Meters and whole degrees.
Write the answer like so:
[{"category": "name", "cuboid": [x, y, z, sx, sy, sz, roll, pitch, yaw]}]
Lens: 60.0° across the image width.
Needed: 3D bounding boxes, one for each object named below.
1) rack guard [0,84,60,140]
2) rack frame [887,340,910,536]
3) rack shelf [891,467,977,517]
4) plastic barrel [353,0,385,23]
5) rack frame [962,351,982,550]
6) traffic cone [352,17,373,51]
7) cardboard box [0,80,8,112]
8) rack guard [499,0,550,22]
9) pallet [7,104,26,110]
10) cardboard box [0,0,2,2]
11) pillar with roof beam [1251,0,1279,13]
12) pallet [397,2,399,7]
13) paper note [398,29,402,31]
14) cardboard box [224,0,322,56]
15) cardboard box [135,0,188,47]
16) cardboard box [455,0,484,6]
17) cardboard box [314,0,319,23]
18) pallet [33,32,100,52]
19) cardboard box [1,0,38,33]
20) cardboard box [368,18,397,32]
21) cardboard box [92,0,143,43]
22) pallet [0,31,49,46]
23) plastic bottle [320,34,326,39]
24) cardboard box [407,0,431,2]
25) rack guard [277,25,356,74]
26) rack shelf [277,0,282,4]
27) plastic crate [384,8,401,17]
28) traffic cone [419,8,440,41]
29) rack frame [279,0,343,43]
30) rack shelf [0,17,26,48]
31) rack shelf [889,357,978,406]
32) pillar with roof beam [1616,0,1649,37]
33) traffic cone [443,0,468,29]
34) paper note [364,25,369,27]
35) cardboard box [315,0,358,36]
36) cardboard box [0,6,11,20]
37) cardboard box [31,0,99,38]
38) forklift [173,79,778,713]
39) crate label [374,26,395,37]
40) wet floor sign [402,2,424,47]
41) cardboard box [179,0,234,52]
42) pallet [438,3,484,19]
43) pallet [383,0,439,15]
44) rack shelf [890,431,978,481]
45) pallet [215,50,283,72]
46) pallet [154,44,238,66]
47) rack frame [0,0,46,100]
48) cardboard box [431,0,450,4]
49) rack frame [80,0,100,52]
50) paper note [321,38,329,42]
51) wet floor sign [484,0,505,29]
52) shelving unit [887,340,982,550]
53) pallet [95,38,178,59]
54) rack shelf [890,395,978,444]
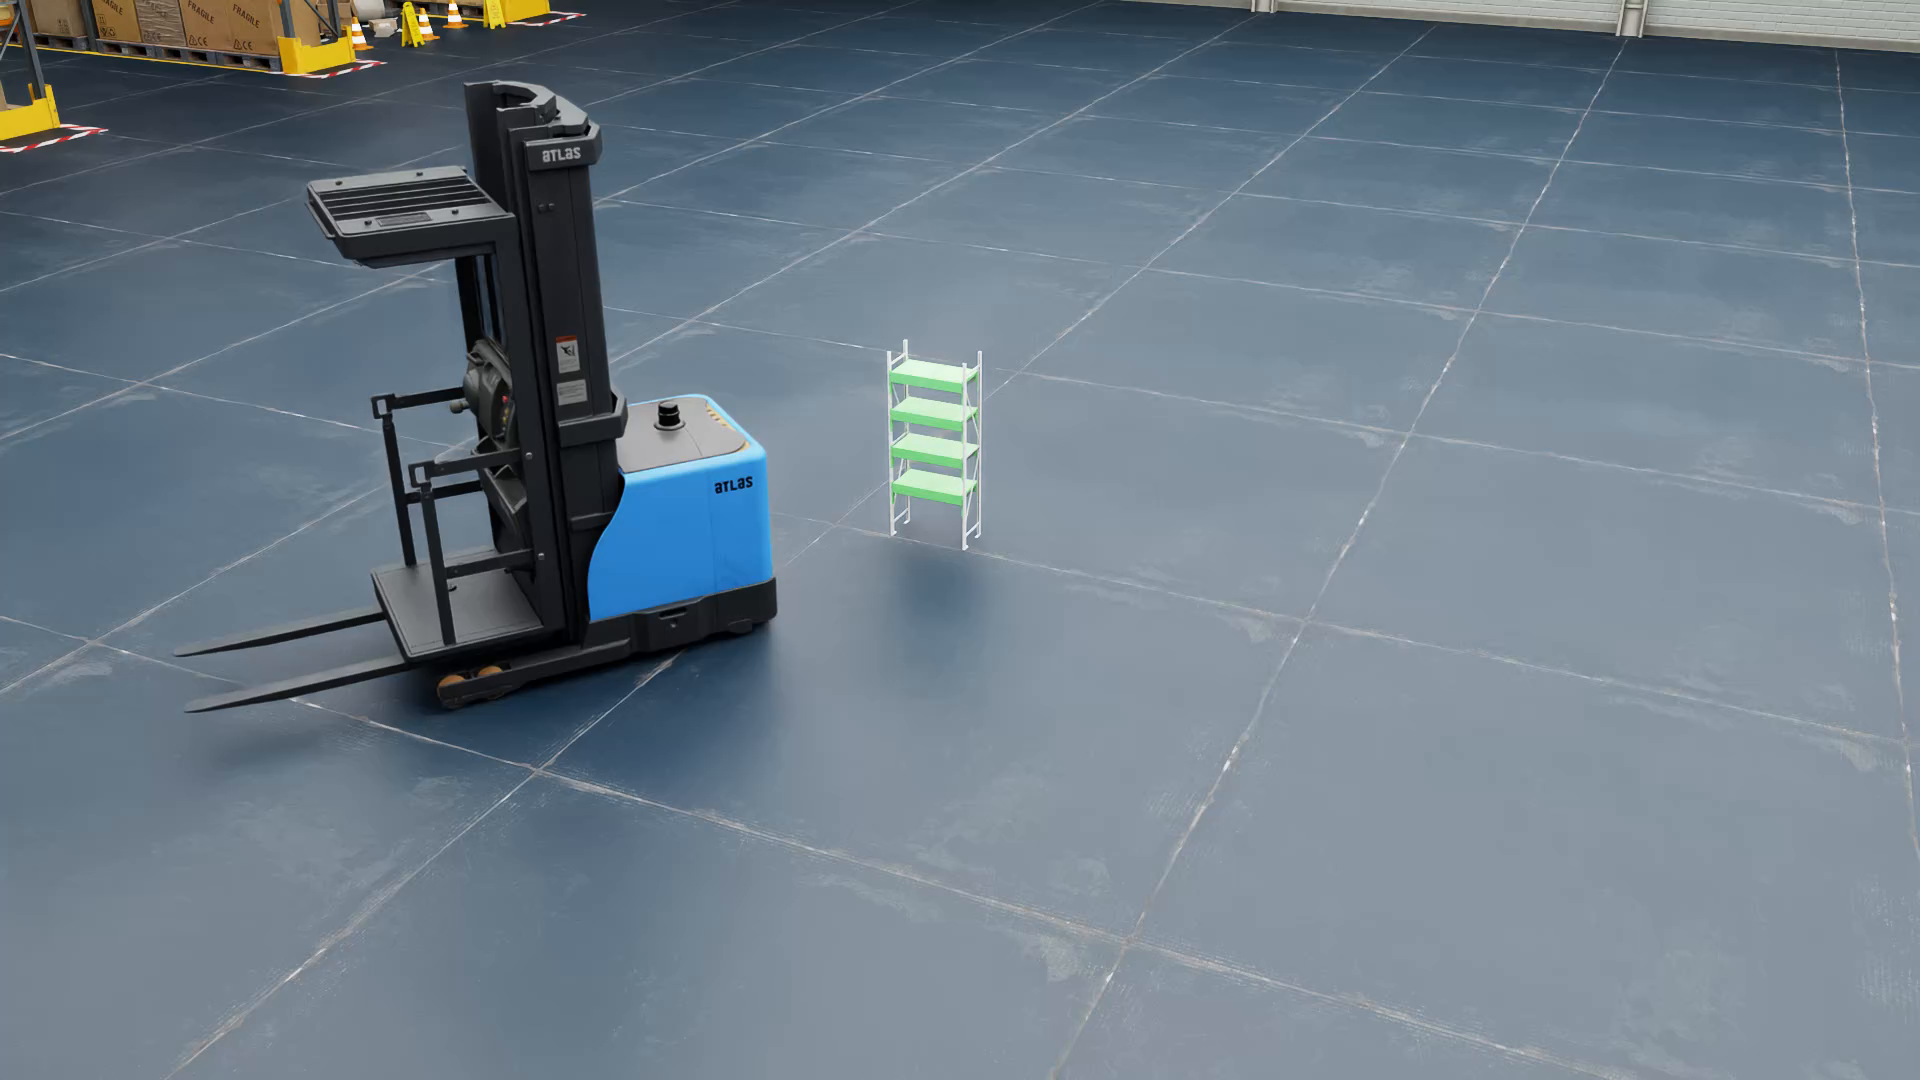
[{"category": "rack guard", "cuboid": [-11.579, -5.178, 20.202, 0.348, 0.500, 1.175, 11, 28, 22]}, {"category": "rack frame", "cuboid": [-0.373, -0.613, 10.137, 0.015, 1.200, 0.240, 11, 28, 22]}, {"category": "rack shelf", "cuboid": [-0.151, -0.296, 10.181, 0.480, 0.148, 0.258, 11, 28, 22]}, {"category": "plastic barrel", "cuboid": [-9.915, -8.884, 27.814, 0.512, 0.421, 0.421, -12, 29, -23]}, {"category": "rack frame", "cuboid": [0.071, -0.524, 9.956, 0.015, 1.200, 0.240, 11, 28, 22]}, {"category": "traffic cone", "cuboid": [-9.260, -7.792, 25.552, 0.334, 0.463, 0.336, 11, 28, 22]}, {"category": "cardboard box", "cuboid": [-12.071, -5.474, 20.326, 0.500, 0.500, 0.500, 17, 31, 31]}, {"category": "rack guard", "cuboid": [-7.477, -9.163, 28.295, 0.348, 0.500, 1.175, 11, 28, 22]}, {"category": "pallet", "cuboid": [-12.304, -5.211, 20.596, 1.213, 0.211, 1.003, 11, 28, 22]}, {"category": "cardboard box", "cuboid": [-11.999, -6.576, 19.760, 0.500, 0.500, 0.875, 11, 28, 22]}, {"category": "pillar with roof beam", "cuboid": [3.524, -11.523, 23.467, 0.400, 9.000, 9.100, 11, 28, 22]}, {"category": "pallet", "cuboid": [-10.423, -9.642, 29.596, 1.213, 0.211, 1.003, 11, 28, 22]}, {"category": "paper note", "cuboid": [-9.092, -8.311, 27.096, 0.142, 0.019, 0.148, 2, 26, 4]}, {"category": "cardboard box", "cuboid": [-10.010, -7.594, 24.209, 0.875, 0.875, 0.875, 12, 28, 22]}, {"category": "cardboard box", "cuboid": [-11.640, -7.922, 24.874, 0.875, 0.875, 0.875, 12, 28, 22]}, {"category": "cardboard box", "cuboid": [-8.277, -9.269, 28.319, 0.500, 0.250, 0.500, 11, 28, 22]}, {"category": "cardboard box", "cuboid": [-10.909, -8.682, 27.161, 0.503, 0.637, 0.797, 11, 28, 22]}, {"category": "pallet", "cuboid": [-13.740, -7.853, 25.961, 1.213, 0.211, 1.003, 11, 28, 22]}, {"category": "cardboard box", "cuboid": [-14.485, -8.427, 26.043, 0.750, 0.750, 1.050, 11, 28, 22]}, {"category": "cardboard box", "cuboid": [-9.436, -8.419, 27.181, 0.380, 0.149, 0.250, -18, 31, -31]}, {"category": "cardboard box", "cuboid": [-12.463, -8.085, 25.206, 0.875, 0.875, 0.875, 12, 29, 23]}, {"category": "pallet", "cuboid": [-14.854, -8.075, 26.413, 1.213, 0.211, 1.003, 11, 28, 22]}, {"category": "plastic bottle", "cuboid": [-10.264, -8.027, 26.485, 0.283, 0.061, 0.133, 2, 26, 4]}, {"category": "cardboard box", "cuboid": [-9.202, -9.456, 28.698, 0.500, 0.250, 0.500, 10, 28, 20]}, {"category": "rack guard", "cuboid": [-9.343, -7.136, 24.178, 0.348, 0.500, 1.175, 11, 28, 22]}, {"category": "rack shelf", "cuboid": [-11.185, -8.305, 24.536, 4.000, 0.370, 1.077, 11, 28, 22]}, {"category": "plastic crate", "cuboid": [-9.959, -9.075, 28.592, 0.583, 0.080, 0.402, 2, 26, 4]}, {"category": "traffic cone", "cuboid": [-8.483, -8.184, 26.348, 0.334, 0.463, 0.336, 11, 28, 22]}, {"category": "rack frame", "cuboid": [-9.365, -8.262, 23.635, 0.127, 3.000, 1.000, 11, 28, 22]}, {"category": "rack shelf", "cuboid": [-13.331, -6.329, 20.523, 4.000, 0.370, 1.077, 11, 28, 22]}, {"category": "rack shelf", "cuboid": [-0.151, -0.942, 9.863, 0.480, 0.148, 0.258, 11, 28, 22]}, {"category": "pillar with roof beam", "cuboid": [8.986, -10.426, 21.239, 0.400, 9.000, 9.100, 11, 28, 22]}, {"category": "traffic cone", "cuboid": [-8.333, -8.692, 27.381, 0.334, 0.463, 0.336, 11, 28, 22]}, {"category": "paper note", "cuboid": [-9.803, -8.521, 27.536, 0.142, 0.019, 0.148, 23, 35, 39]}, {"category": "cardboard box", "cuboid": [-10.055, -8.454, 26.851, 0.637, 0.503, 0.797, -7, 27, -14]}, {"category": "cardboard box", "cuboid": [-11.671, -6.321, 19.977, 0.250, 0.149, 0.380, 11, 28, 22]}, {"category": "cardboard box", "cuboid": [-13.608, -8.250, 25.681, 0.750, 0.750, 1.050, 11, 28, 22]}, {"category": "forklift", "cuboid": [-2.565, -0.720, 8.395, 3.031, 2.935, 1.130, -13, 29, -24]}, {"category": "crate label", "cuboid": [-9.225, -8.157, 26.662, 0.298, 0.136, 0.250, -2, 26, -5]}, {"category": "wet floor sign", "cuboid": [-8.519, -7.996, 25.761, 0.232, 0.644, 0.267, 6, 27, 13]}, {"category": "cardboard box", "cuboid": [-10.811, -7.754, 24.534, 0.875, 0.875, 0.875, 11, 28, 21]}, {"category": "pallet", "cuboid": [-8.202, -9.196, 28.690, 1.213, 0.211, 1.003, 11, 28, 22]}, {"category": "pallet", "cuboid": [-9.308, -9.420, 29.144, 1.213, 0.211, 1.003, 11, 28, 22]}, {"category": "rack shelf", "cuboid": [-0.151, -0.511, 10.075, 0.480, 0.148, 0.258, 11, 28, 22]}, {"category": "pallet", "cuboid": [-10.125, -7.125, 24.484, 1.213, 0.211, 1.003, 11, 28, 22]}, {"category": "pallet", "cuboid": [-11.232, -7.349, 24.938, 1.213, 0.211, 1.003, 11, 28, 22]}, {"category": "rack frame", "cuboid": [-11.510, -6.286, 19.621, 0.127, 3.000, 1.000, 11, 28, 22]}, {"category": "cardboard box", "cuboid": [-8.723, -9.363, 28.509, 0.500, 0.250, 0.500, 11, 28, 22]}, {"category": "rack frame", "cuboid": [-13.006, -8.993, 25.120, 0.127, 3.000, 1.000, 11, 28, 22]}, {"category": "paper note", "cuboid": [-10.052, -7.891, 26.244, 0.142, 0.017, 0.144, 23, 35, 39]}, {"category": "wet floor sign", "cuboid": [-7.678, -8.749, 27.290, 0.232, 0.644, 0.267, 23, 35, 39]}, {"category": "shelving unit", "cuboid": [-0.151, -0.569, 10.046, 0.503, 1.200, 0.258, 11, 28, 22]}, {"category": "pallet", "cuboid": [-12.346, -7.572, 25.390, 1.213, 0.211, 1.003, 11, 28, 22]}, {"category": "rack shelf", "cuboid": [-0.151, -0.727, 9.969, 0.480, 0.148, 0.258, 11, 28, 22]}]
